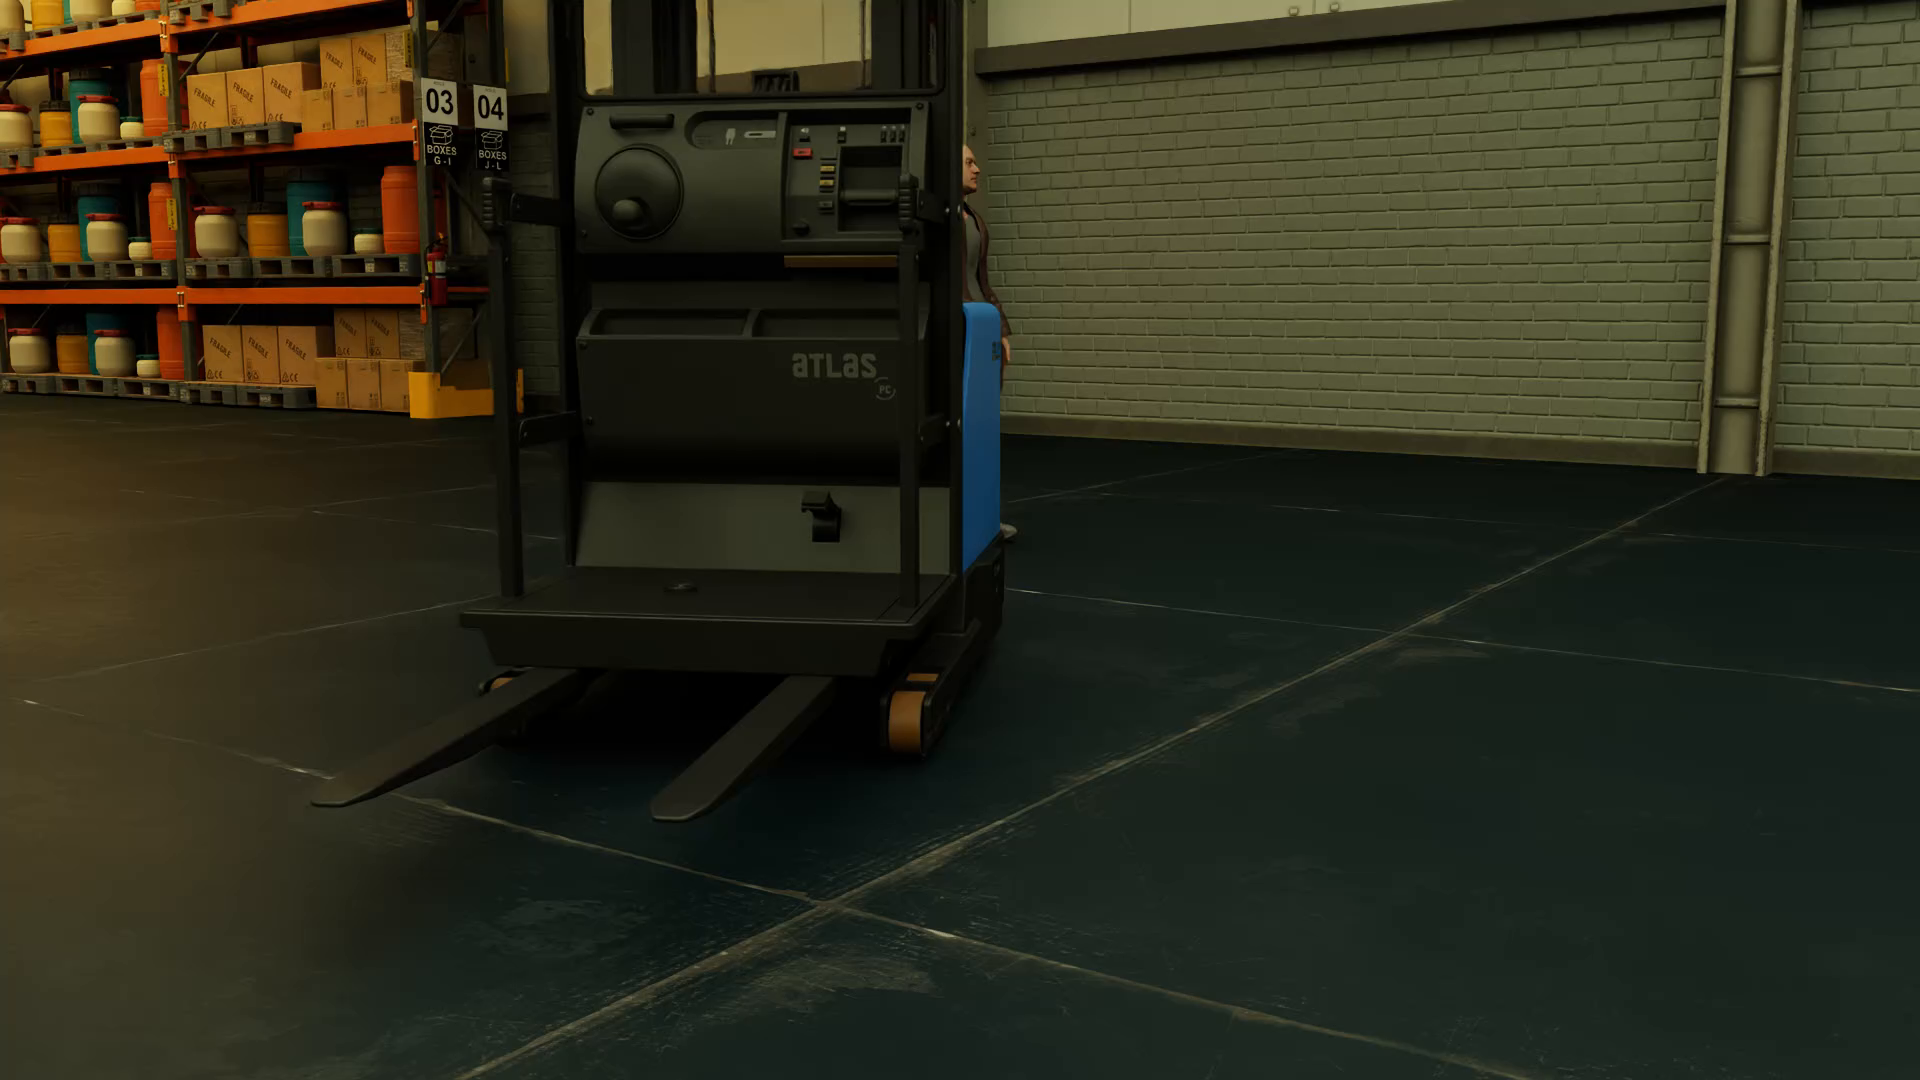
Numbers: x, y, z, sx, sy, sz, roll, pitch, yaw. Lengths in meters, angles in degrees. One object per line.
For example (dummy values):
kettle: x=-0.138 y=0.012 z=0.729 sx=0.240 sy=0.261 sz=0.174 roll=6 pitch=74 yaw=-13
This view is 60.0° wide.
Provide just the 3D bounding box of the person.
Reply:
person: x=0.074 y=-0.880 z=7.423 sx=0.579 sy=1.778 sz=0.698 roll=5 pitch=10 yaw=34

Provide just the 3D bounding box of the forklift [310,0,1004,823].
forklift: x=-0.571 y=-0.984 z=4.114 sx=1.130 sy=2.935 sz=3.031 roll=1 pitch=8 yaw=8
